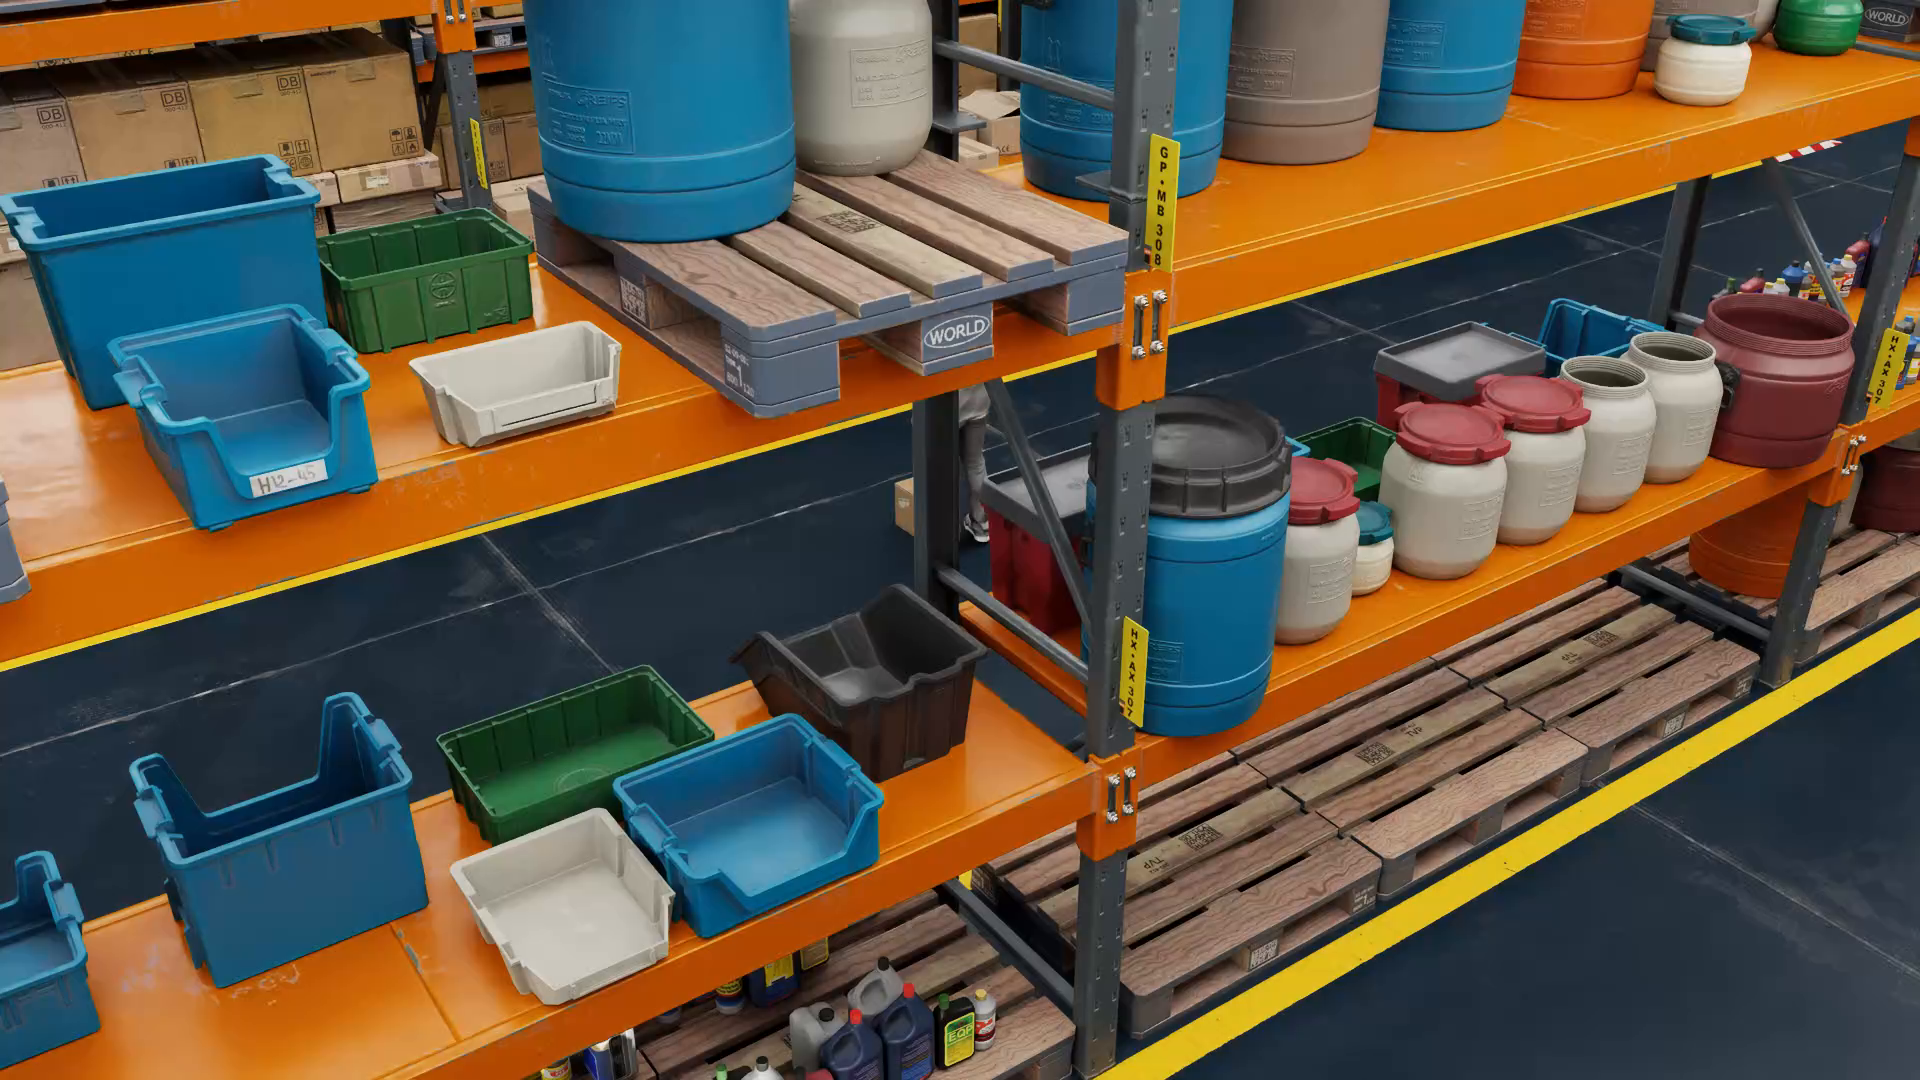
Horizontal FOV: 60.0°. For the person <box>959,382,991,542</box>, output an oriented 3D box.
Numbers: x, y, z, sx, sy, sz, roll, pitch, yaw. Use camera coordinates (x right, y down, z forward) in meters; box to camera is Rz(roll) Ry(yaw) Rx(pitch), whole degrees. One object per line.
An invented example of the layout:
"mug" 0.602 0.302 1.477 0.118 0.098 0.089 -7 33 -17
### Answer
"person" -0.035 -0.679 8.361 0.478 1.593 0.367 -20 35 -32
